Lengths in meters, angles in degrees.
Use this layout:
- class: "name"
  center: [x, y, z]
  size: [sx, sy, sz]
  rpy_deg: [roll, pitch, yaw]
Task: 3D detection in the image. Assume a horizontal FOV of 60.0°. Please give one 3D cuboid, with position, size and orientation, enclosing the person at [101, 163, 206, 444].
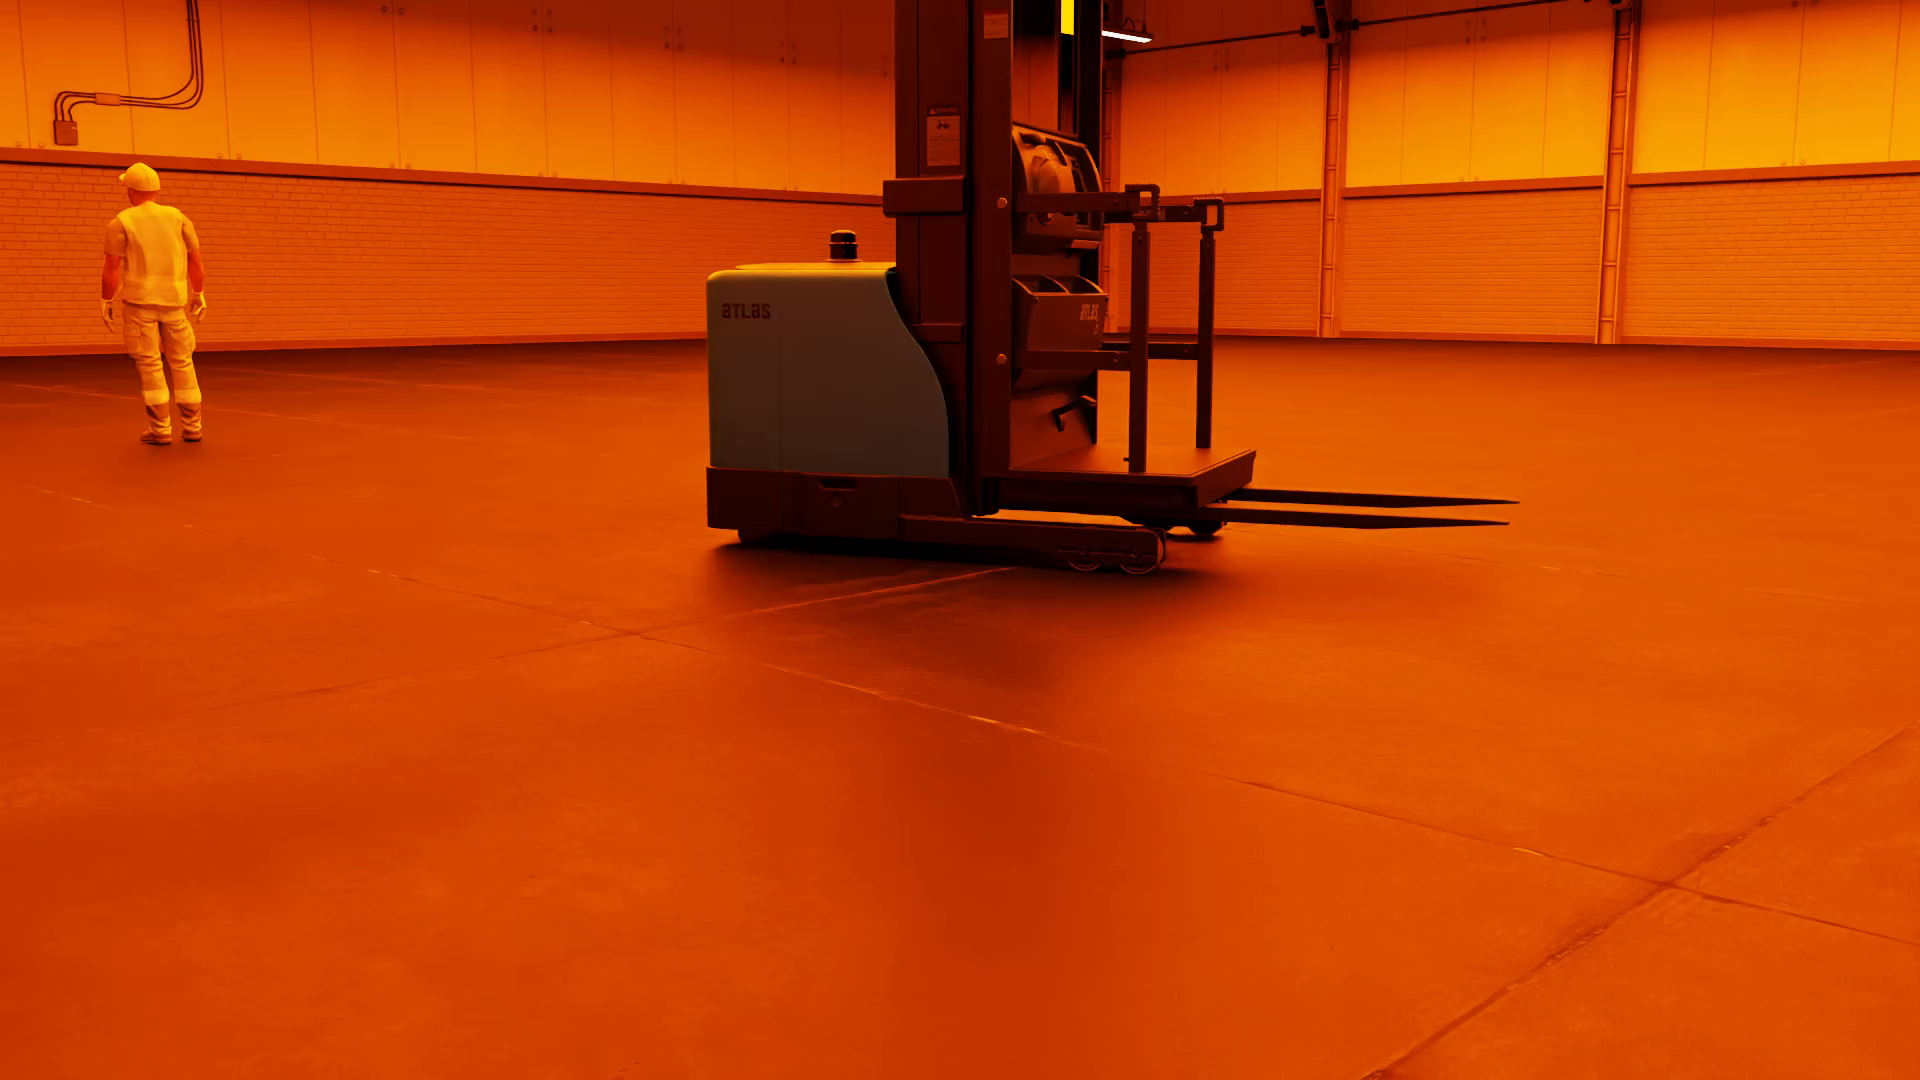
- class: "person"
  center: [-5.255, -1.528, 10.814]
  size: [0.638, 1.787, 0.564]
  rpy_deg: [-7, 11, -41]

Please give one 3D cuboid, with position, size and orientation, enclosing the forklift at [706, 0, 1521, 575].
- class: "forklift"
  center: [0.565, -1.416, 6.275]
  size: [3.031, 2.935, 1.130]
  rpy_deg: [3, 9, 22]
